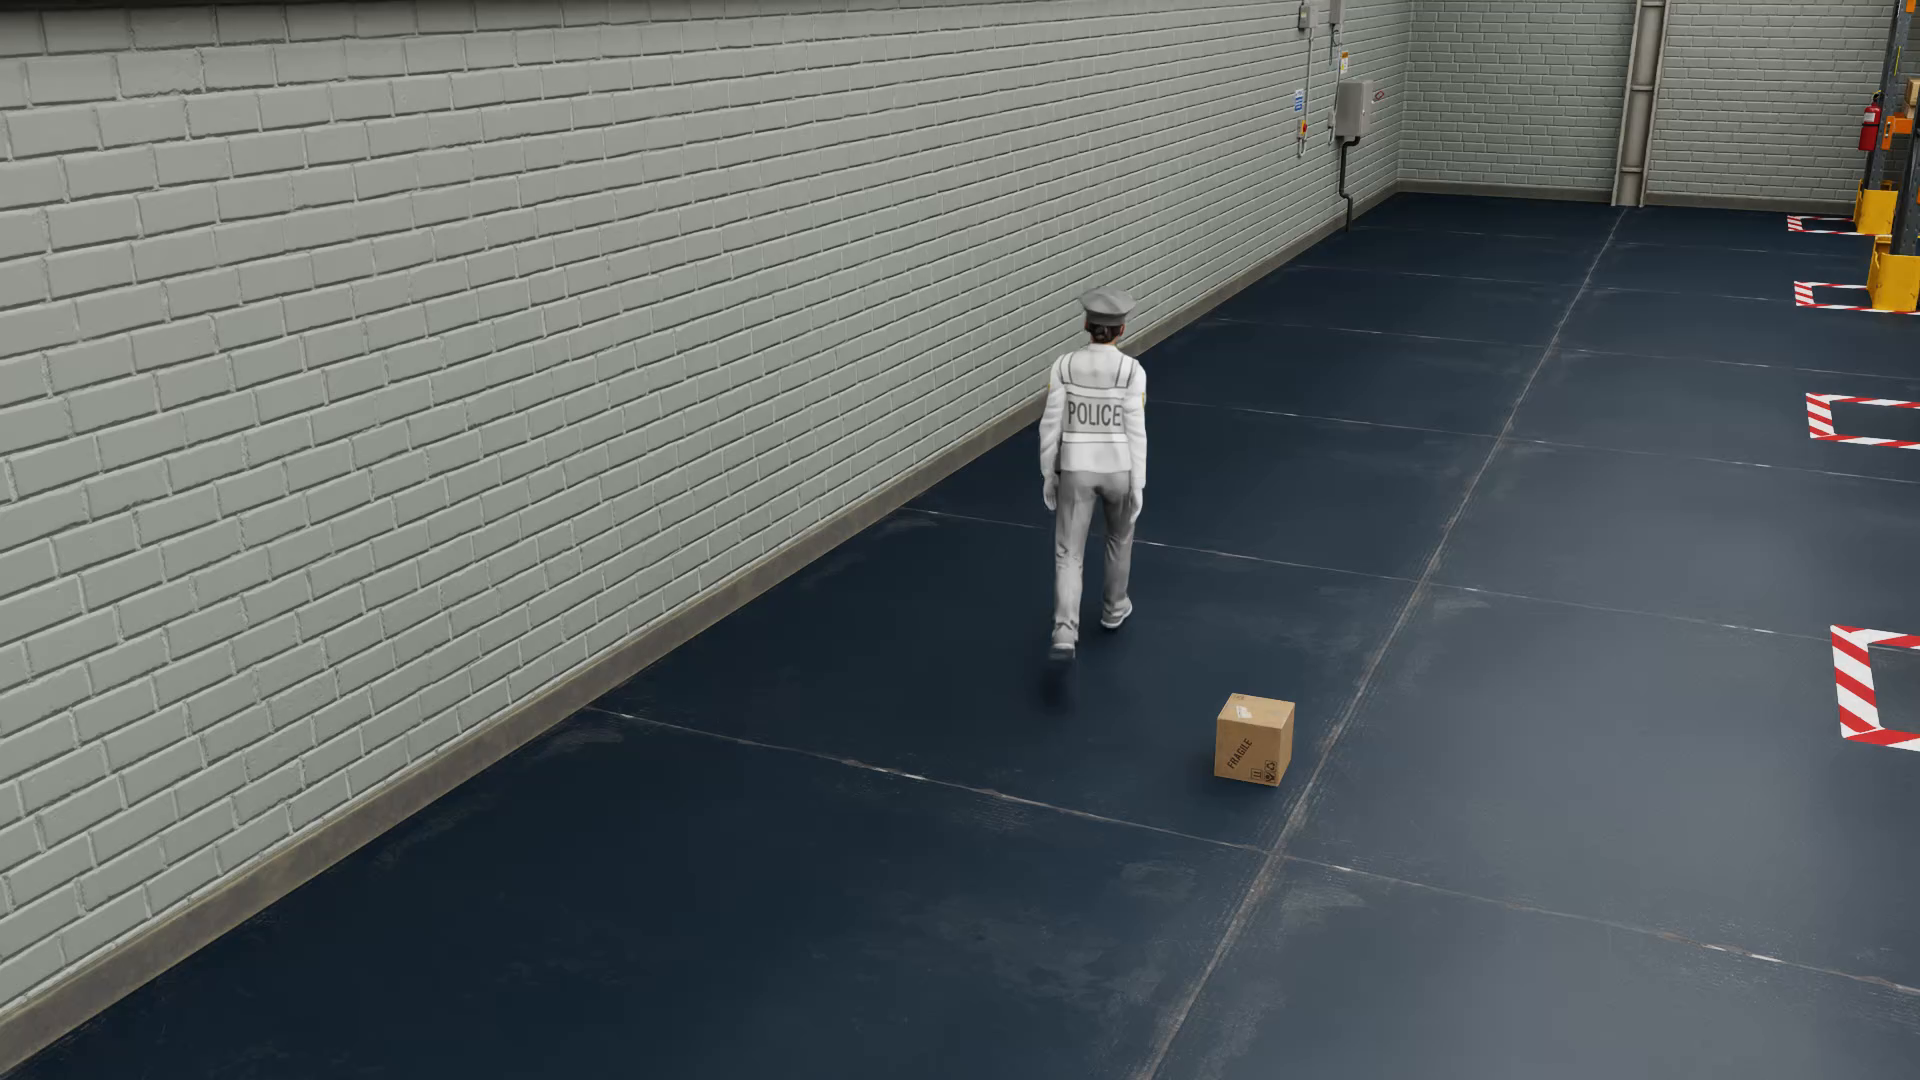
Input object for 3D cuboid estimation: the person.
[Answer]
[{"bbox_3d":[0.582,-0.278,7.379,0.487,1.612,1.001,3,19,10],"label":"person"}]
